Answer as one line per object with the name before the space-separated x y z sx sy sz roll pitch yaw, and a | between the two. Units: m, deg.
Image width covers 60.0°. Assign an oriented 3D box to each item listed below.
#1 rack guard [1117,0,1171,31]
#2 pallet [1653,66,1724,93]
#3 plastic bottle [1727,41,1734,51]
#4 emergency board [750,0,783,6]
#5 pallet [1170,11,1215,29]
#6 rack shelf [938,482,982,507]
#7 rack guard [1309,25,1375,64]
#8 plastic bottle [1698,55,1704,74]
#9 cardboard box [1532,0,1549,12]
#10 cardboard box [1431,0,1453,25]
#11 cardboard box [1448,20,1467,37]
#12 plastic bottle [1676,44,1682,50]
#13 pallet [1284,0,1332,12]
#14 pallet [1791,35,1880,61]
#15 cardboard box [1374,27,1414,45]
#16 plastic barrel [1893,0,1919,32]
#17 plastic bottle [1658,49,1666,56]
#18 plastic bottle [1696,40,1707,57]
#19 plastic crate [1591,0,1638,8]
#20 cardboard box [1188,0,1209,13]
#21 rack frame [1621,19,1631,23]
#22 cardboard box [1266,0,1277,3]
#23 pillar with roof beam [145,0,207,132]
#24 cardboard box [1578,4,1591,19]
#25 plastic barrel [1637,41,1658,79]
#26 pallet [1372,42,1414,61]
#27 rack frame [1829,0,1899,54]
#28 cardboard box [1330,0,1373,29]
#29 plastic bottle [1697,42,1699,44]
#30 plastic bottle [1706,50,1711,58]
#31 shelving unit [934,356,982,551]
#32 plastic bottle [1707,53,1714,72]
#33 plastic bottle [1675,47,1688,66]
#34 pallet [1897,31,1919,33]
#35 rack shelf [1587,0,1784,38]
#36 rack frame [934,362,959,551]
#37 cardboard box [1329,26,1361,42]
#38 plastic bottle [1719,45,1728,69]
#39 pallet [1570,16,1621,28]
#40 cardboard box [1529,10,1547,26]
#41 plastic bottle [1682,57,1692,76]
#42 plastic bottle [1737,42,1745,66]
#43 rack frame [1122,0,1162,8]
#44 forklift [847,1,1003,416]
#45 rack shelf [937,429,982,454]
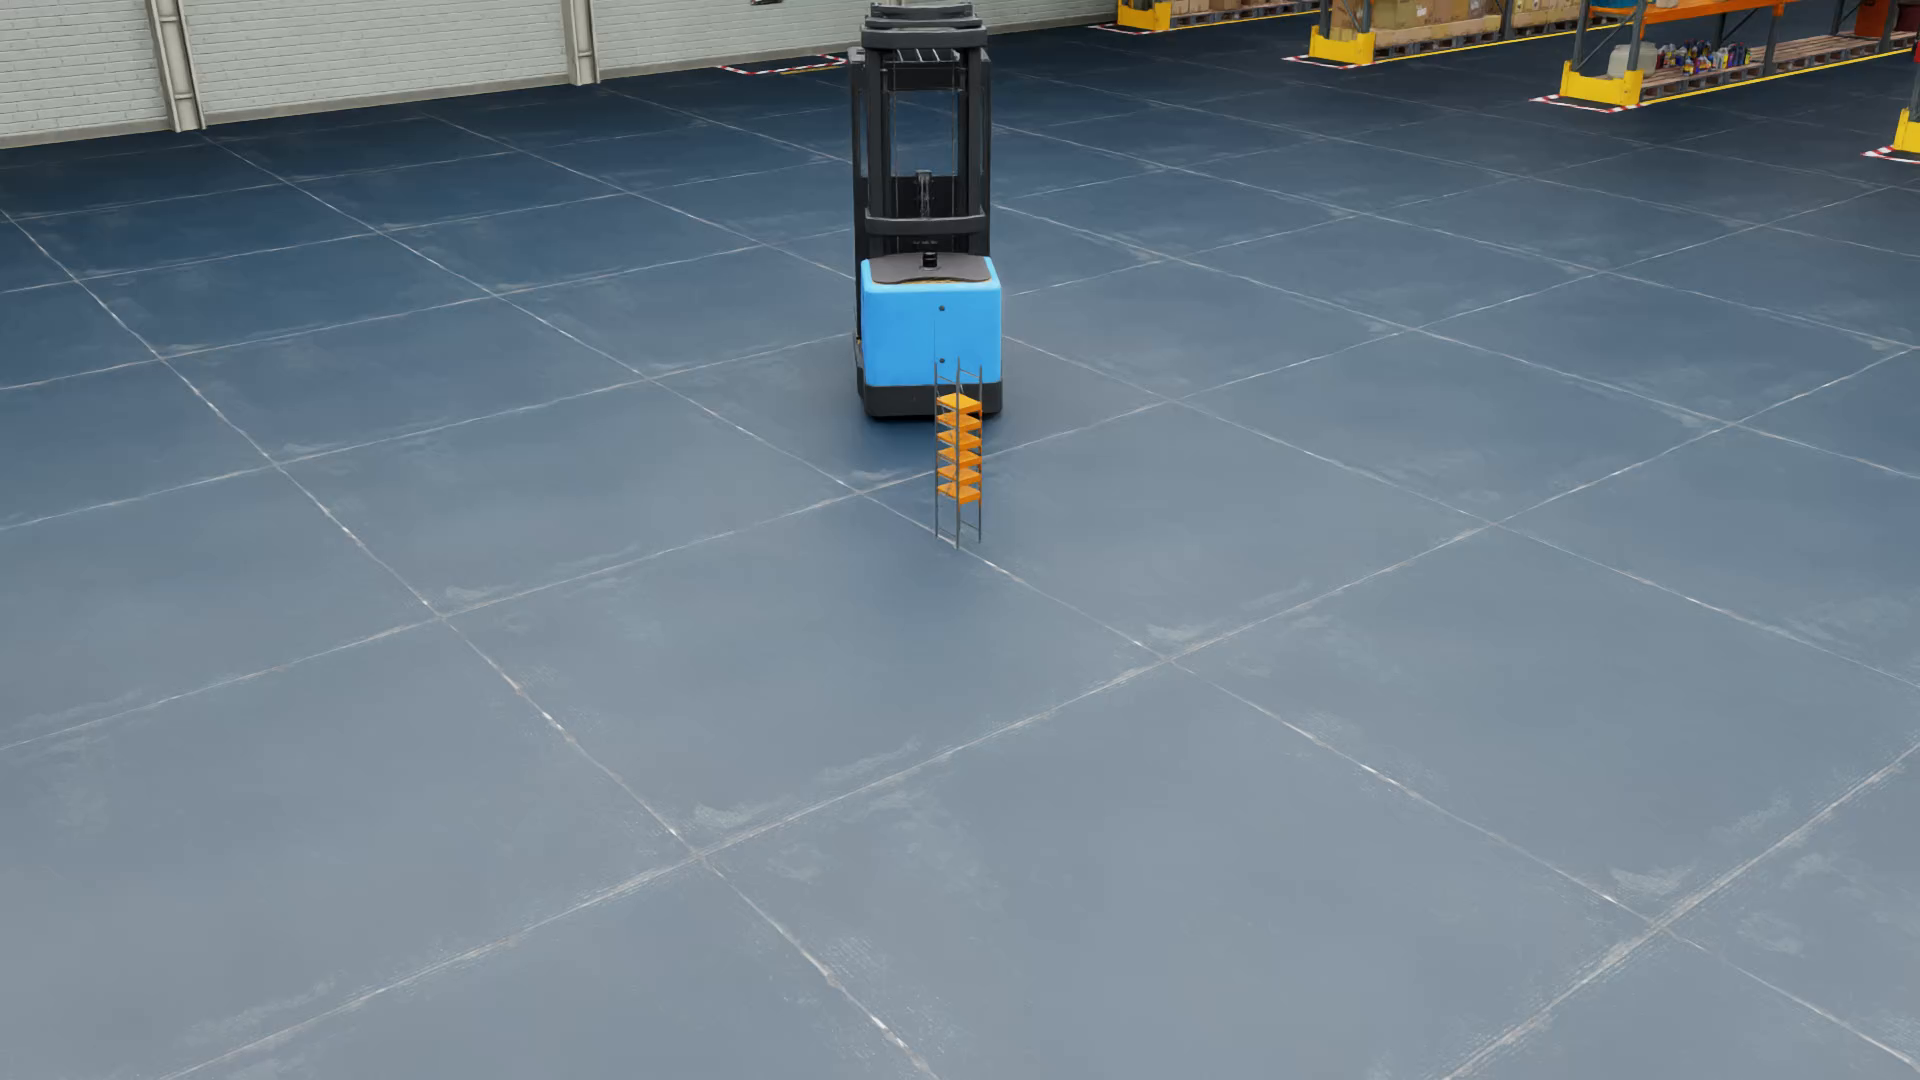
rack guard | 3.539 -10.137 31.997 0.348 0.500 1.175 -18 31 -34
pallet | 11.225 -7.264 26.150 1.213 0.211 1.003 -18 31 -34
plastic bottle | 12.322 -7.791 26.598 0.185 0.351 0.144 -18 31 -34
emergency board | -3.212 -9.535 27.732 0.626 1.169 0.157 -18 31 -34
pallet | 4.200 -10.205 32.488 1.213 0.211 1.003 -18 31 -34
rack shelf | -0.011 -0.282 10.609 0.180 0.103 0.258 -18 31 -34
rack guard | 6.520 -8.471 28.408 0.348 0.500 1.175 -18 31 -34
plastic bottle | 11.481 -7.388 25.823 0.097 0.271 0.097 0 25 0
cardboard box | 10.562 -10.000 30.836 0.500 0.311 0.500 -19 31 -35
cardboard box | 8.280 -9.348 29.207 0.500 0.500 0.500 -18 31 -34
cardboard box | 8.672 -9.139 29.645 0.500 0.250 0.500 -18 31 -34
plastic bottle | 11.544 -7.825 26.751 0.133 0.283 0.061 -17 30 -32
pallet | 7.238 -11.228 34.691 1.213 0.211 1.003 -18 31 -34
pallet | 15.254 -8.594 29.016 1.213 0.211 1.003 -18 31 -34
cardboard box | 7.489 -8.751 28.809 0.500 0.250 0.500 -18 31 -34
plastic barrel | 17.151 -9.570 30.172 0.708 0.588 0.600 -18 31 -34
plastic bottle | 11.091 -7.648 26.378 0.135 0.276 0.152 -19 31 -35
plastic bottle | 11.937 -7.886 26.803 0.185 0.351 0.144 -18 31 -34
plastic crate | 9.801 -8.130 24.882 0.616 0.251 0.499 -18 31 -34
cardboard box | 4.527 -10.529 32.544 0.500 0.311 0.500 -15 29 -30
rack frame | 12.834 -11.689 32.373 0.127 3.000 1.000 -18 31 -34
cardboard box | 6.224 -11.055 33.851 0.380 0.166 0.250 22 33 39
pillar with roof beam | -8.012 -8.338 18.027 0.400 9.000 9.100 -18 31 -34
cardboard box | 11.769 -10.150 31.824 0.500 0.250 0.500 -17 30 -33
plastic barrel | 10.457 -7.357 25.496 0.421 0.512 0.421 0 25 0
pallet | 7.114 -8.558 28.940 1.213 0.211 1.003 -18 31 -34
rack frame | 15.887 -10.047 28.835 0.127 3.000 1.000 -18 31 -34
cardboard box | 6.777 -9.132 28.740 0.500 0.500 0.500 -18 31 -34
plastic bottle | 11.981 -7.941 27.011 0.135 0.276 0.152 -17 30 -32
plastic bottle | 11.809 -7.573 26.208 0.133 0.283 0.061 -18 31 -34
shelving unit | -0.011 -0.540 10.489 0.189 1.200 0.258 -18 31 -34
plastic bottle | 11.719 -7.466 25.993 0.097 0.271 0.097 0 25 0
plastic bottle | 11.477 -7.698 26.486 0.135 0.276 0.152 -18 31 -34
pallet | 17.441 -9.316 30.572 1.213 0.211 1.003 -18 31 -34
rack shelf | 11.166 -8.162 25.628 4.000 0.370 1.077 -18 31 -34
rack frame | -0.083 -0.517 10.438 0.006 1.200 0.240 -18 31 -34
cardboard box | 6.778 -8.791 28.896 0.500 0.250 0.500 -18 31 -34
plastic bottle | 12.006 -7.609 26.207 0.185 0.351 0.144 -18 31 -34
pallet | 12.162 -10.223 32.527 1.213 0.211 1.003 -18 31 -34
cardboard box | 10.559 -9.748 30.958 0.500 0.250 0.500 -17 30 -33
plastic bottle | 11.211 -7.299 25.631 0.097 0.271 0.097 0 25 0
plastic bottle | 12.411 -7.743 26.495 0.185 0.351 0.144 -19 31 -35
rack frame | 3.479 -11.251 31.429 0.127 3.000 1.000 -18 31 -34
forklift | -0.326 -2.852 13.413 1.130 2.935 3.031 -2 25 -5
rack shelf | -0.011 -0.609 10.457 0.180 0.103 0.258 -18 31 -34
